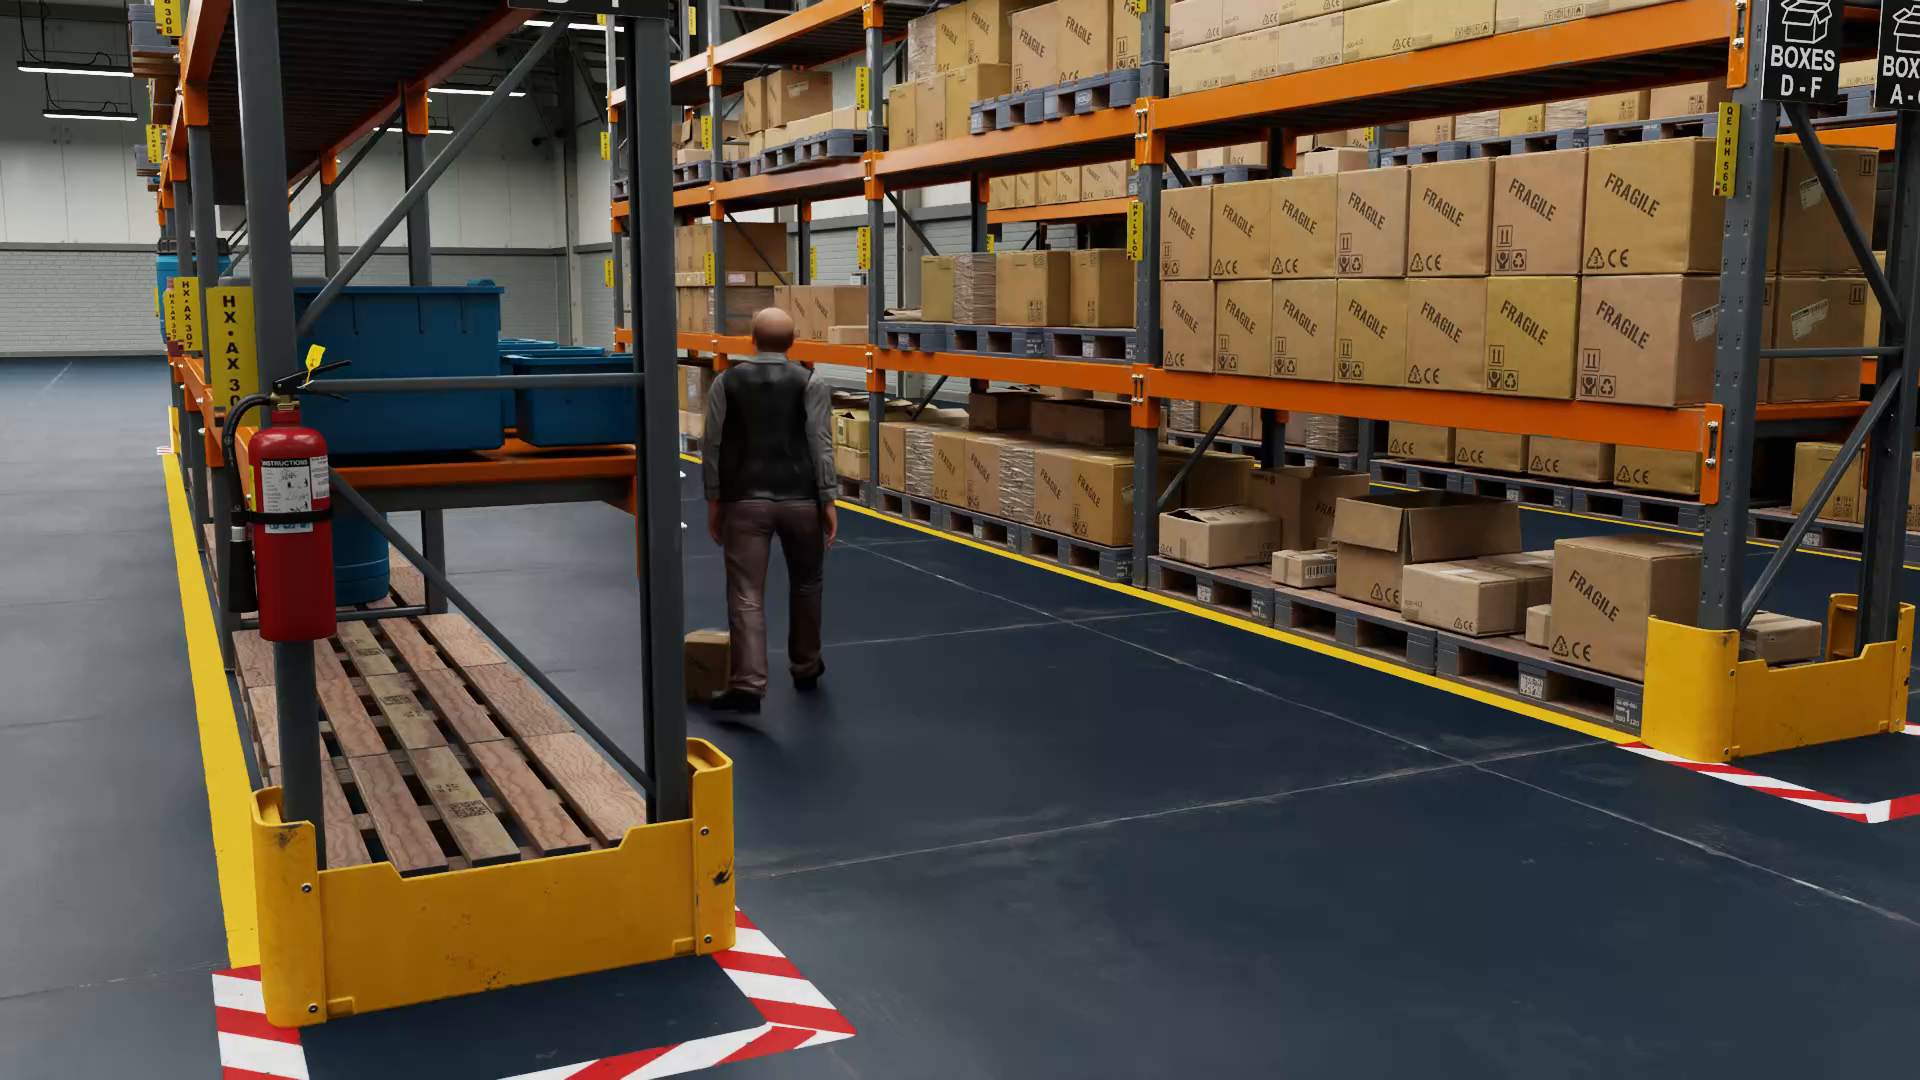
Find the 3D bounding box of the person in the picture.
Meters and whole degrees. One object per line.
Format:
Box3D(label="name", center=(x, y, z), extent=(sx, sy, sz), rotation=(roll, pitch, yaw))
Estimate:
Box3D(label="person", center=(-0.800, -0.135, 6.991), extent=(0.569, 1.668, 0.958), rotation=(-1, 8, -6))
